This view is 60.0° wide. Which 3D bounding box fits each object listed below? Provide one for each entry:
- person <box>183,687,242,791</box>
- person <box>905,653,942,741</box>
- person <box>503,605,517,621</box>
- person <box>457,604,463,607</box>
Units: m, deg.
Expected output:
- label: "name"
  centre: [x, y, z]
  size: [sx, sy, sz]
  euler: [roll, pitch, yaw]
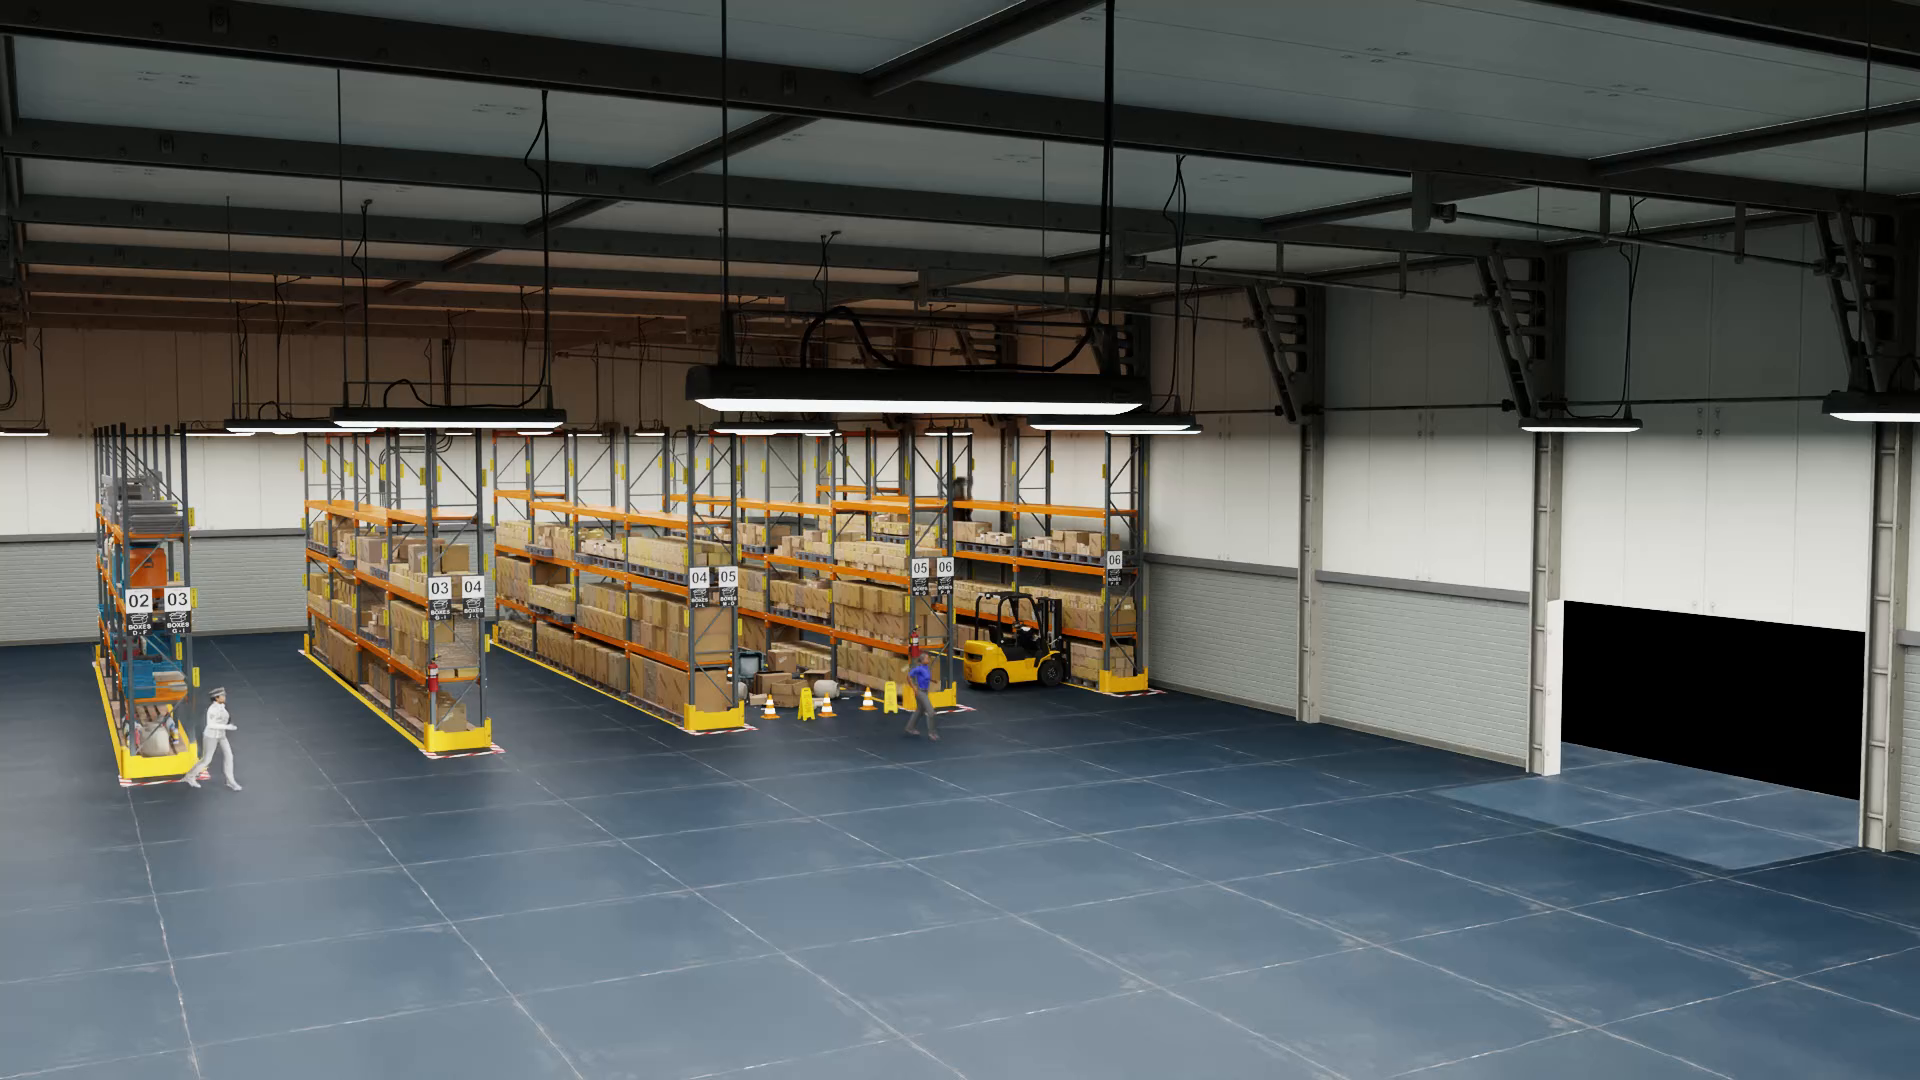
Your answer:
- label: "person"
  centre: [-12.182, 3.245, 27.082]
  size: [0.907, 1.706, 0.554]
  euler: [0, 3, 3]
- label: "person"
  centre: [-0.740, 2.990, 31.659]
  size: [0.773, 1.704, 0.664]
  euler: [1, 4, 18]
- label: "person"
  centre: [-13.021, 2.017, 48.150]
  size: [0.542, 1.575, 0.895]
  euler: [2, 4, 35]
- label: "person"
  centre: [-14.033, 2.069, 46.567]
  size: [0.562, 1.687, 0.684]
  euler: [-1, 4, -17]
